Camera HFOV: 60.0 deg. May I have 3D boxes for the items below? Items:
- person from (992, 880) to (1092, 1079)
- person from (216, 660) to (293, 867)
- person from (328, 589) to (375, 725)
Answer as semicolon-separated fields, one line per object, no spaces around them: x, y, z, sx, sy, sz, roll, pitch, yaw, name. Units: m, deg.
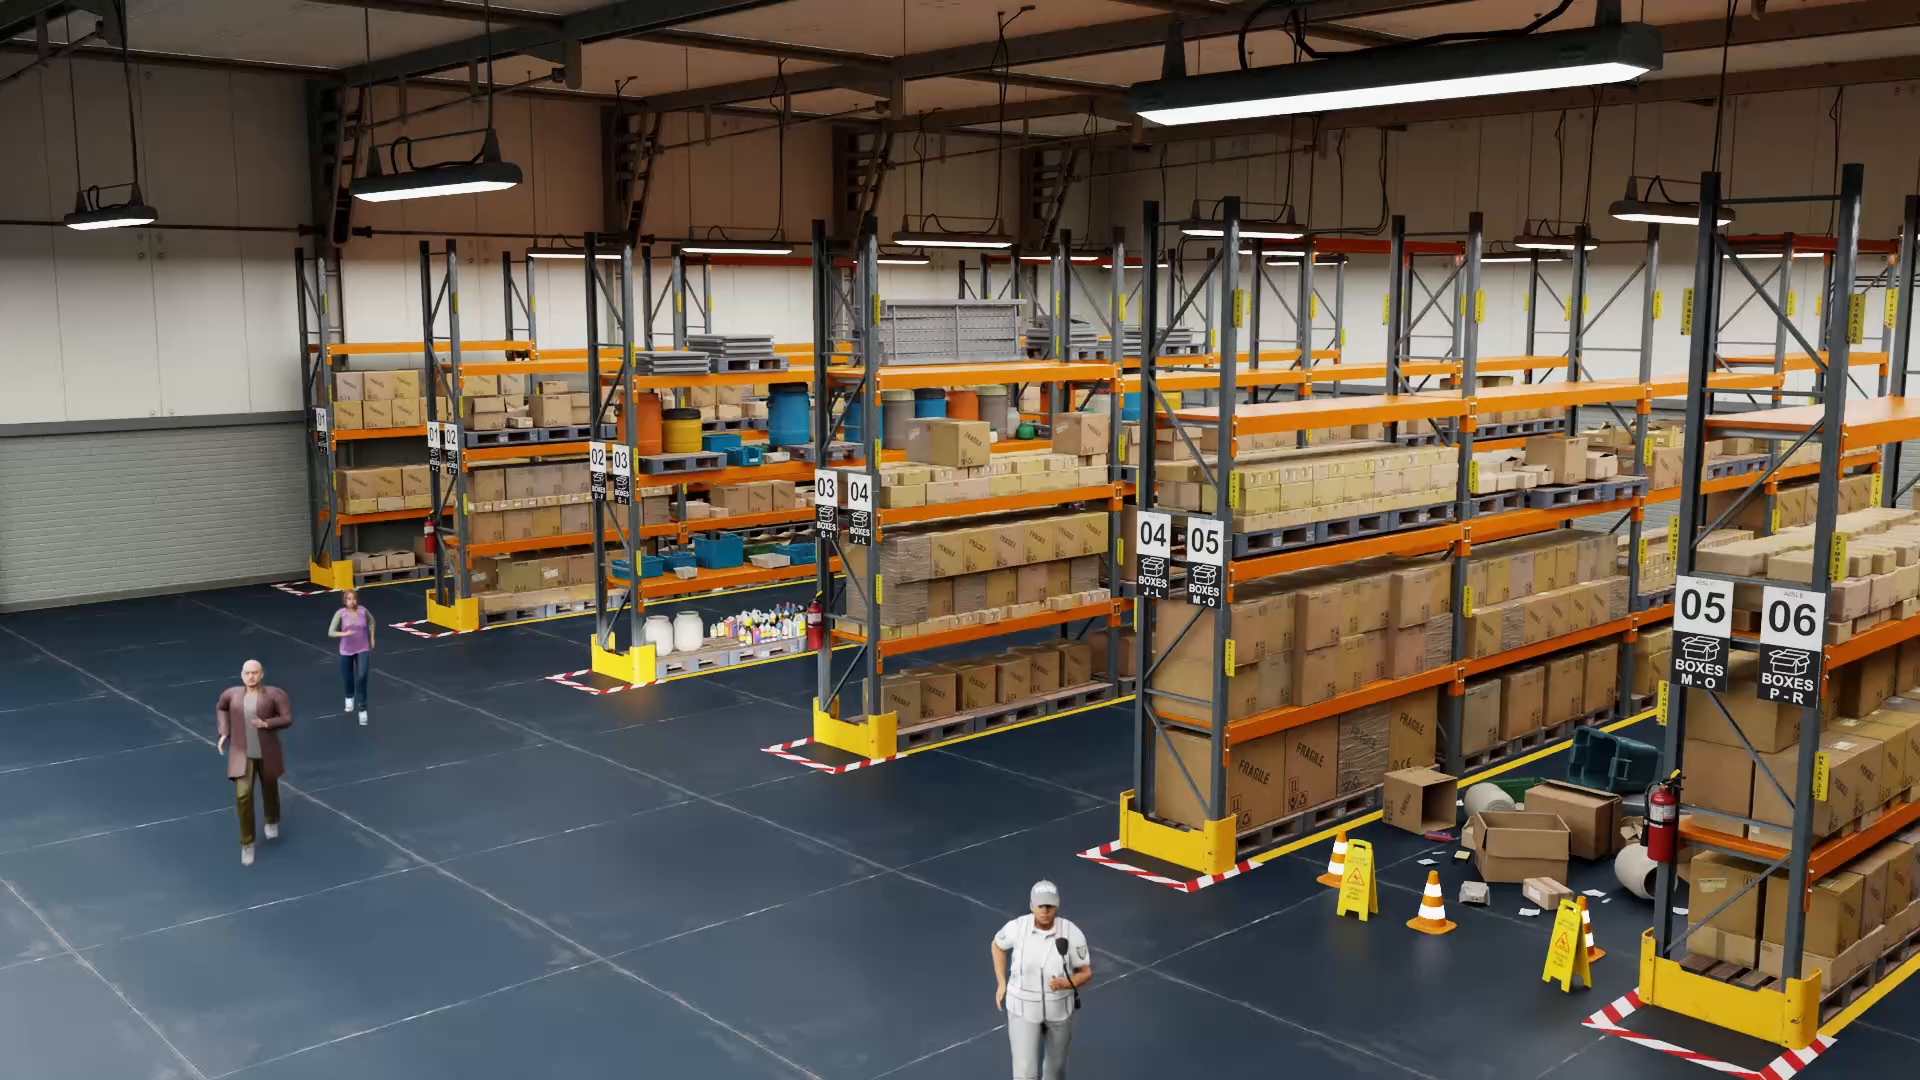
0.495;2.887;10.073;0.580;1.727;0.770;-1;8;-4;person
-6.557;2.017;15.501;0.677;1.835;0.909;-3;9;-19;person
-7.407;1.388;20.309;0.566;1.611;0.831;-4;9;-26;person
